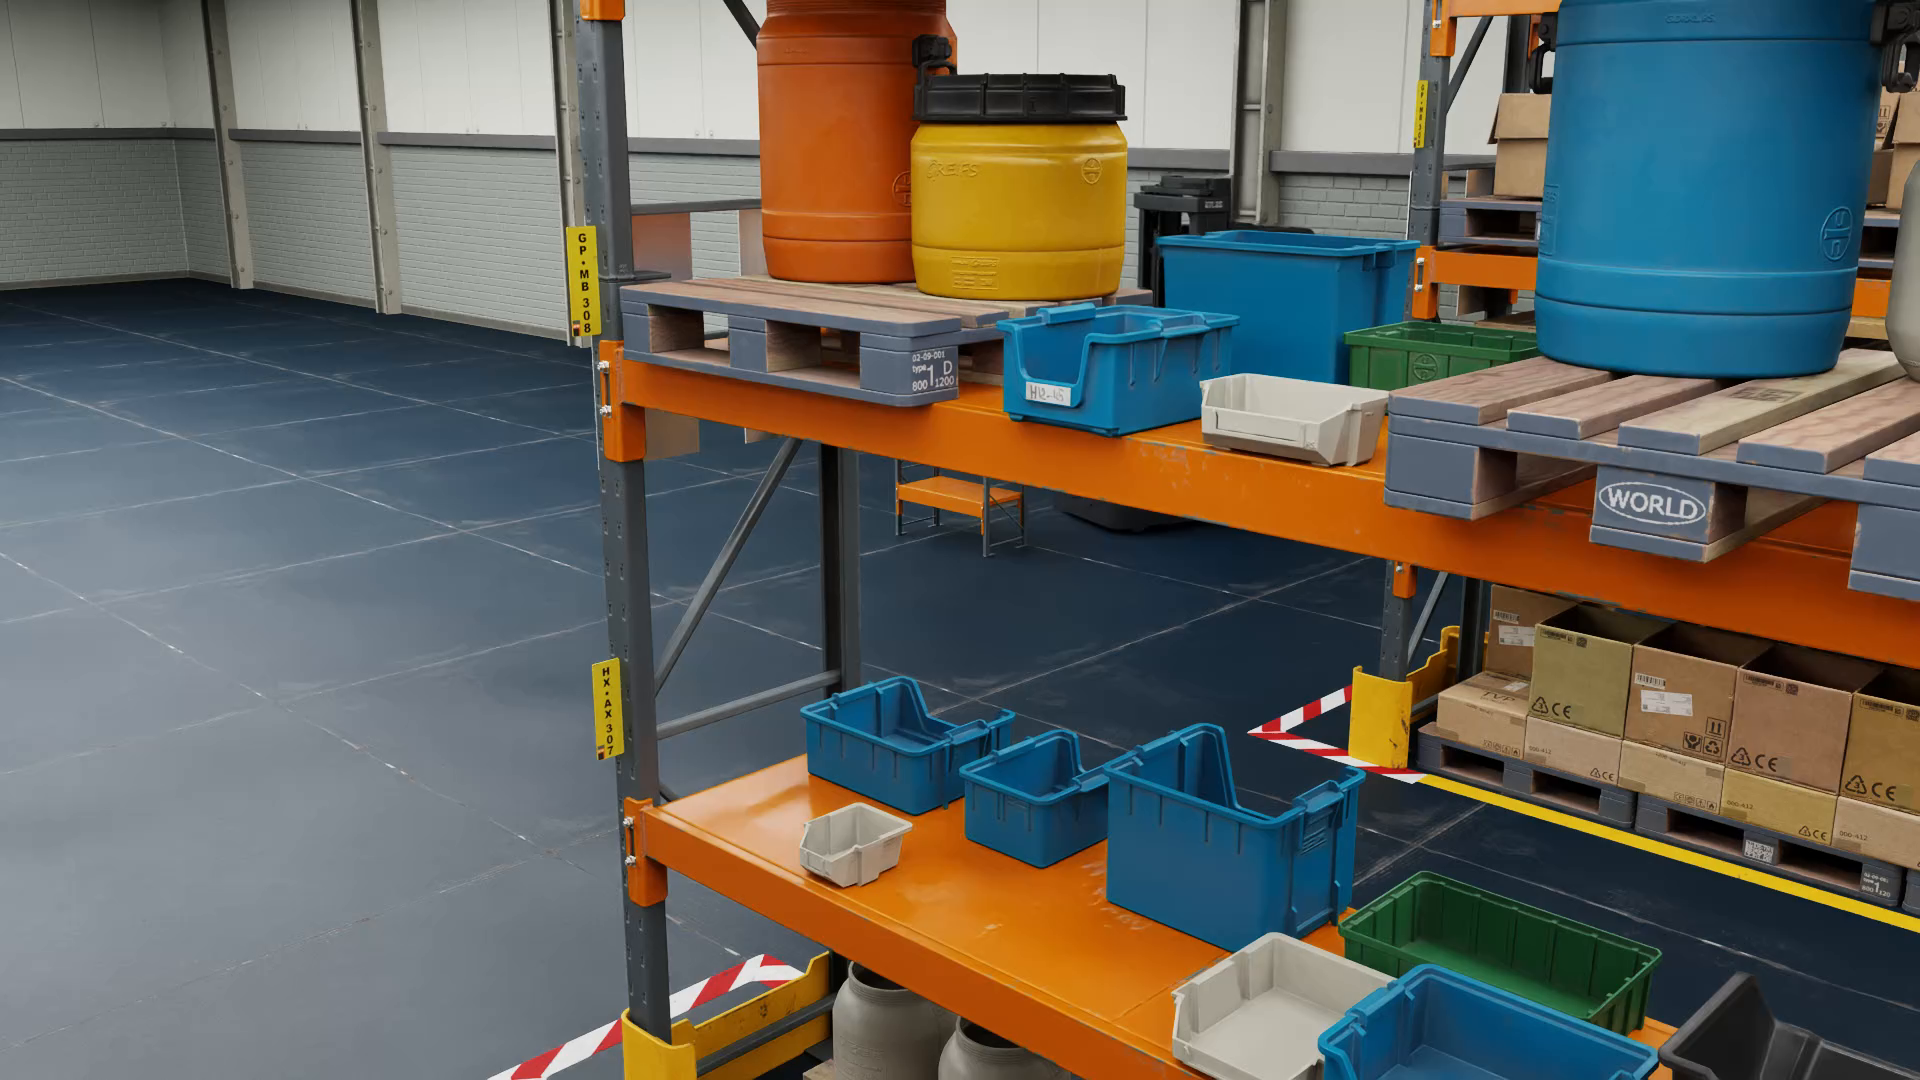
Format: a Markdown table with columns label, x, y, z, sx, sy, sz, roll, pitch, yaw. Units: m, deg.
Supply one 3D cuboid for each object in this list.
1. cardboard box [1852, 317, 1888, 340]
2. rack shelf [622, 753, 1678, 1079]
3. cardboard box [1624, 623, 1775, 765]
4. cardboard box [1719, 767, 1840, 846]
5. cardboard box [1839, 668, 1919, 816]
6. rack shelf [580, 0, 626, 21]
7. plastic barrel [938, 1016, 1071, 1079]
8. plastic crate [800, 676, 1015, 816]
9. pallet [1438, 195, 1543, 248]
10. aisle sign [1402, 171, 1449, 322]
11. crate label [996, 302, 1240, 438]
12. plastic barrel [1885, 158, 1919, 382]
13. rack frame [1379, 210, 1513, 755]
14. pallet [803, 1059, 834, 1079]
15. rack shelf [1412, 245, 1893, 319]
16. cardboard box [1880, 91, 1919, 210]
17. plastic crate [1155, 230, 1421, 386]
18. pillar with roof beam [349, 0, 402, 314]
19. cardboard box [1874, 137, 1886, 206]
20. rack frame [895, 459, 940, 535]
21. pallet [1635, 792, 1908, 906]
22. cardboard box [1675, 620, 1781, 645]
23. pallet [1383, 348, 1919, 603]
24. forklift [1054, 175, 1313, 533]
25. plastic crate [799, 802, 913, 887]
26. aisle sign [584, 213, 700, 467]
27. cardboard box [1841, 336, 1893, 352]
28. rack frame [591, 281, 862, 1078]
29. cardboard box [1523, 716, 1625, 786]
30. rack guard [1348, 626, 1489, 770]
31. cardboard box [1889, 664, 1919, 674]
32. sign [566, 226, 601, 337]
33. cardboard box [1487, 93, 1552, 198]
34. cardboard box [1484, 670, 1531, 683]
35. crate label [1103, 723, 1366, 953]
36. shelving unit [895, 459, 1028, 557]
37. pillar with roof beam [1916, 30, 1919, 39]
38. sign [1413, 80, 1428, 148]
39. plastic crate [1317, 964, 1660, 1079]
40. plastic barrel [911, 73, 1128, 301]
| label | x | y | z | sx | sy | sz | roll | pitch | yaw |
| --- | --- | --- | --- | --- | --- | --- | --- | --- | --- |
| cardboard box | 6.615 | -1.293 | 11.715 | 0.500 | 0.500 | 0.500 | 14 | 20 | 42 |
| rack shelf | 0.694 | 1.277 | 4.508 | 4.000 | 0.370 | 1.077 | 14 | 20 | 42 |
| cardboard box | 3.657 | 0.752 | 8.231 | 0.500 | 0.500 | 0.500 | 14 | 20 | 42 |
| cardboard box | 4.005 | 1.205 | 7.978 | 0.500 | 0.250 | 0.500 | 14 | 20 | 42 |
| cardboard box | 4.375 | 0.927 | 7.557 | 0.500 | 0.500 | 0.500 | 14 | 20 | 42 |
| rack shelf | 0.694 | -1.432 | 3.802 | 4.000 | 0.370 | 1.077 | 14 | 20 | 42 |
| plastic barrel | 0.142 | 1.769 | 5.296 | 0.421 | 0.512 | 0.421 | 0 | 15 | 0 |
| plastic crate | -0.178 | 0.684 | 5.651 | 0.616 | 0.251 | 0.499 | 14 | 20 | 42 |
| pallet | 3.186 | -1.600 | 8.348 | 1.213 | 0.211 | 1.003 | 14 | 20 | 42 |
| aisle sign | 2.435 | -1.533 | 8.711 | 0.004 | 0.787 | 0.394 | 14 | 20 | 42 |
| crate label | 0.372 | -0.413 | 3.913 | 0.408 | 0.251 | 0.502 | 14 | 20 | 42 |
| plastic barrel | 1.960 | -0.541 | 3.054 | 0.421 | 0.512 | 0.421 | 0 | 15 | 0 |
| rack frame | 2.695 | -0.319 | 9.208 | 0.127 | 3.000 | 1.000 | 14 | 20 | 42 |
| pallet | -0.077 | 2.076 | 5.544 | 1.213 | 0.211 | 1.003 | 14 | 20 | 42 |
| rack shelf | 4.135 | -1.073 | 7.578 | 4.000 | 0.370 | 1.077 | 14 | 20 | 42 |
| cardboard box | 4.477 | -1.703 | 7.254 | 0.797 | 0.503 | 0.637 | -12 | 19 | -38 |
| plastic crate | 0.836 | -0.586 | 4.313 | 0.575 | 0.384 | 0.392 | 14 | 20 | 42 |
| pillar with roof beam | -13.030 | -7.576 | 25.159 | 0.400 | 9.000 | 9.100 | 14 | 20 | 42 |
| cardboard box | 6.560 | -2.524 | 11.484 | 0.500 | 0.500 | 0.500 | -13 | 19 | -41 |
| rack frame | -0.361 | -0.632 | 14.127 | 0.032 | 1.125 | 0.500 | 14 | 20 | 42 |
| pallet | 4.149 | 1.370 | 8.256 | 1.213 | 0.211 | 1.003 | 14 | 20 | 42 |
| cardboard box | 4.018 | 0.657 | 8.593 | 0.500 | 0.500 | 0.500 | 14 | 20 | 42 |
| pallet | 1.547 | -0.189 | 3.136 | 1.003 | 0.211 | 1.213 | 14 | 20 | 42 |
| forklift | 2.376 | -1.727 | 14.746 | 3.031 | 2.935 | 1.130 | -8 | 17 | -28 |
| plastic crate | -0.325 | 0.922 | 4.968 | 0.250 | 0.136 | 0.298 | 14 | 20 | 42 |
| aisle sign | -1.001 | -0.638 | 5.277 | 0.004 | 0.787 | 0.394 | 14 | 20 | 42 |
| cardboard box | 4.167 | -0.635 | 7.650 | 0.500 | 0.500 | 0.700 | 14 | 20 | 42 |
| rack frame | -0.746 | 0.579 | 5.760 | 0.127 | 3.000 | 1.000 | 14 | 20 | 42 |
| cardboard box | 3.289 | 1.029 | 8.654 | 0.500 | 0.250 | 0.500 | 14 | 20 | 42 |
| rack guard | 2.678 | 0.886 | 9.540 | 0.348 | 0.500 | 1.175 | 14 | 20 | 42 |
| cardboard box | 4.738 | 0.832 | 7.922 | 0.500 | 0.500 | 0.500 | 14 | 20 | 42 |
| sign | -1.131 | -0.778 | 5.001 | 0.005 | 0.325 | 0.100 | 14 | 20 | 42 |
| cardboard box | 3.106 | -1.990 | 8.358 | 0.797 | 0.503 | 0.637 | -13 | 19 | -40 |
| cardboard box | 3.286 | 0.848 | 9.348 | 0.500 | 0.250 | 0.500 | 14 | 20 | 42 |
| crate label | 0.767 | 0.835 | 4.708 | 0.616 | 0.435 | 0.502 | 14 | 20 | 42 |
| shelving unit | 0.005 | -0.543 | 13.786 | 1.048 | 1.125 | 0.538 | 14 | 20 | 42 |
| pillar with roof beam | 4.247 | -3.375 | 9.039 | 0.400 | 9.000 | 9.100 | 14 | 20 | 42 |
| sign | 2.306 | -2.132 | 8.327 | 0.005 | 0.325 | 0.100 | 14 | 20 | 42 |
| plastic crate | 1.149 | 1.207 | 3.647 | 0.616 | 0.251 | 0.499 | 14 | 20 | 42 |
| plastic barrel | 0.163 | -0.990 | 4.628 | 0.600 | 0.588 | 0.600 | 0 | 15 | 0 |
